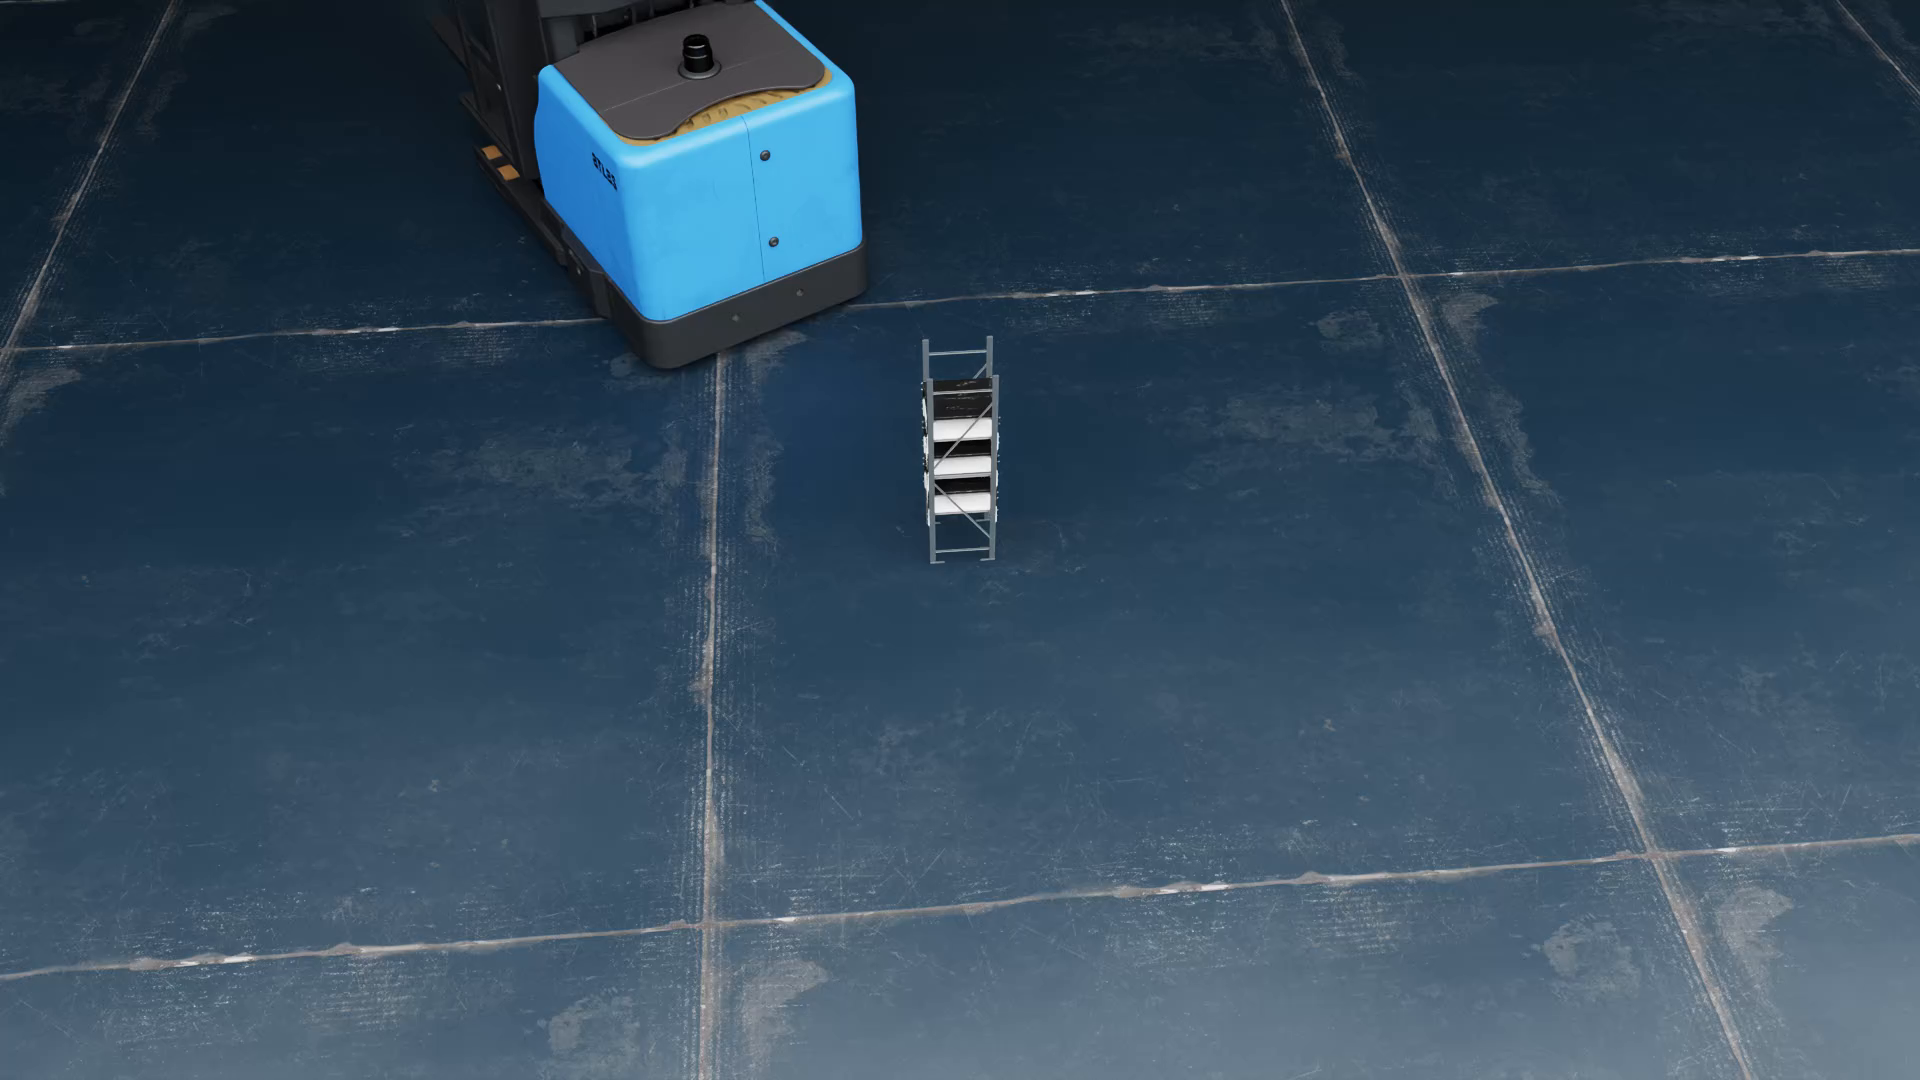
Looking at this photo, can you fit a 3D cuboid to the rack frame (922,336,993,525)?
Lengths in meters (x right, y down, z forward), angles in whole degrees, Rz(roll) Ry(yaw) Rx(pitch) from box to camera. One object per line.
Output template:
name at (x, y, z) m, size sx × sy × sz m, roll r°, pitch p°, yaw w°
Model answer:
rack frame at (-0.008, -0.377, 5.987) m, size 0.240 × 0.900 × 0.006 m, roll -3°, pitch 47°, yaw -3°

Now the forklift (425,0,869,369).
forklift at (-1.623, -2.758, 6.843) m, size 1.130 × 2.935 × 3.031 m, roll -25°, pitch 52°, yaw -22°

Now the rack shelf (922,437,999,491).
rack shelf at (0.001, -0.281, 5.942) m, size 0.258 × 0.077 × 0.200 m, roll -3°, pitch 47°, yaw -3°

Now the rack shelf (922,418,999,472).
rack shelf at (0.001, -0.343, 5.877) m, size 0.258 × 0.077 × 0.200 m, roll -3°, pitch 47°, yaw -3°

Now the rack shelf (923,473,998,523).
rack shelf at (0.001, -0.157, 6.073) m, size 0.258 × 0.077 × 0.200 m, roll -3°, pitch 47°, yaw -3°

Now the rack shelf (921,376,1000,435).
rack shelf at (0.001, -0.466, 5.746) m, size 0.258 × 0.077 × 0.200 m, roll -3°, pitch 47°, yaw -3°

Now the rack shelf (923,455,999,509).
rack shelf at (0.001, -0.219, 6.007) m, size 0.258 × 0.077 × 0.200 m, roll -3°, pitch 47°, yaw -3°

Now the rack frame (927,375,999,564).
rack frame at (0.009, -0.230, 5.848) m, size 0.240 × 0.900 × 0.006 m, roll -3°, pitch 47°, yaw -3°

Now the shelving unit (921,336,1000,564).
shelving unit at (0.001, -0.304, 5.918) m, size 0.258 × 0.900 × 0.210 m, roll -3°, pitch 47°, yaw -3°

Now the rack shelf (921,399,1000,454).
rack shelf at (0.001, -0.404, 5.811) m, size 0.258 × 0.077 × 0.200 m, roll -3°, pitch 47°, yaw -3°
